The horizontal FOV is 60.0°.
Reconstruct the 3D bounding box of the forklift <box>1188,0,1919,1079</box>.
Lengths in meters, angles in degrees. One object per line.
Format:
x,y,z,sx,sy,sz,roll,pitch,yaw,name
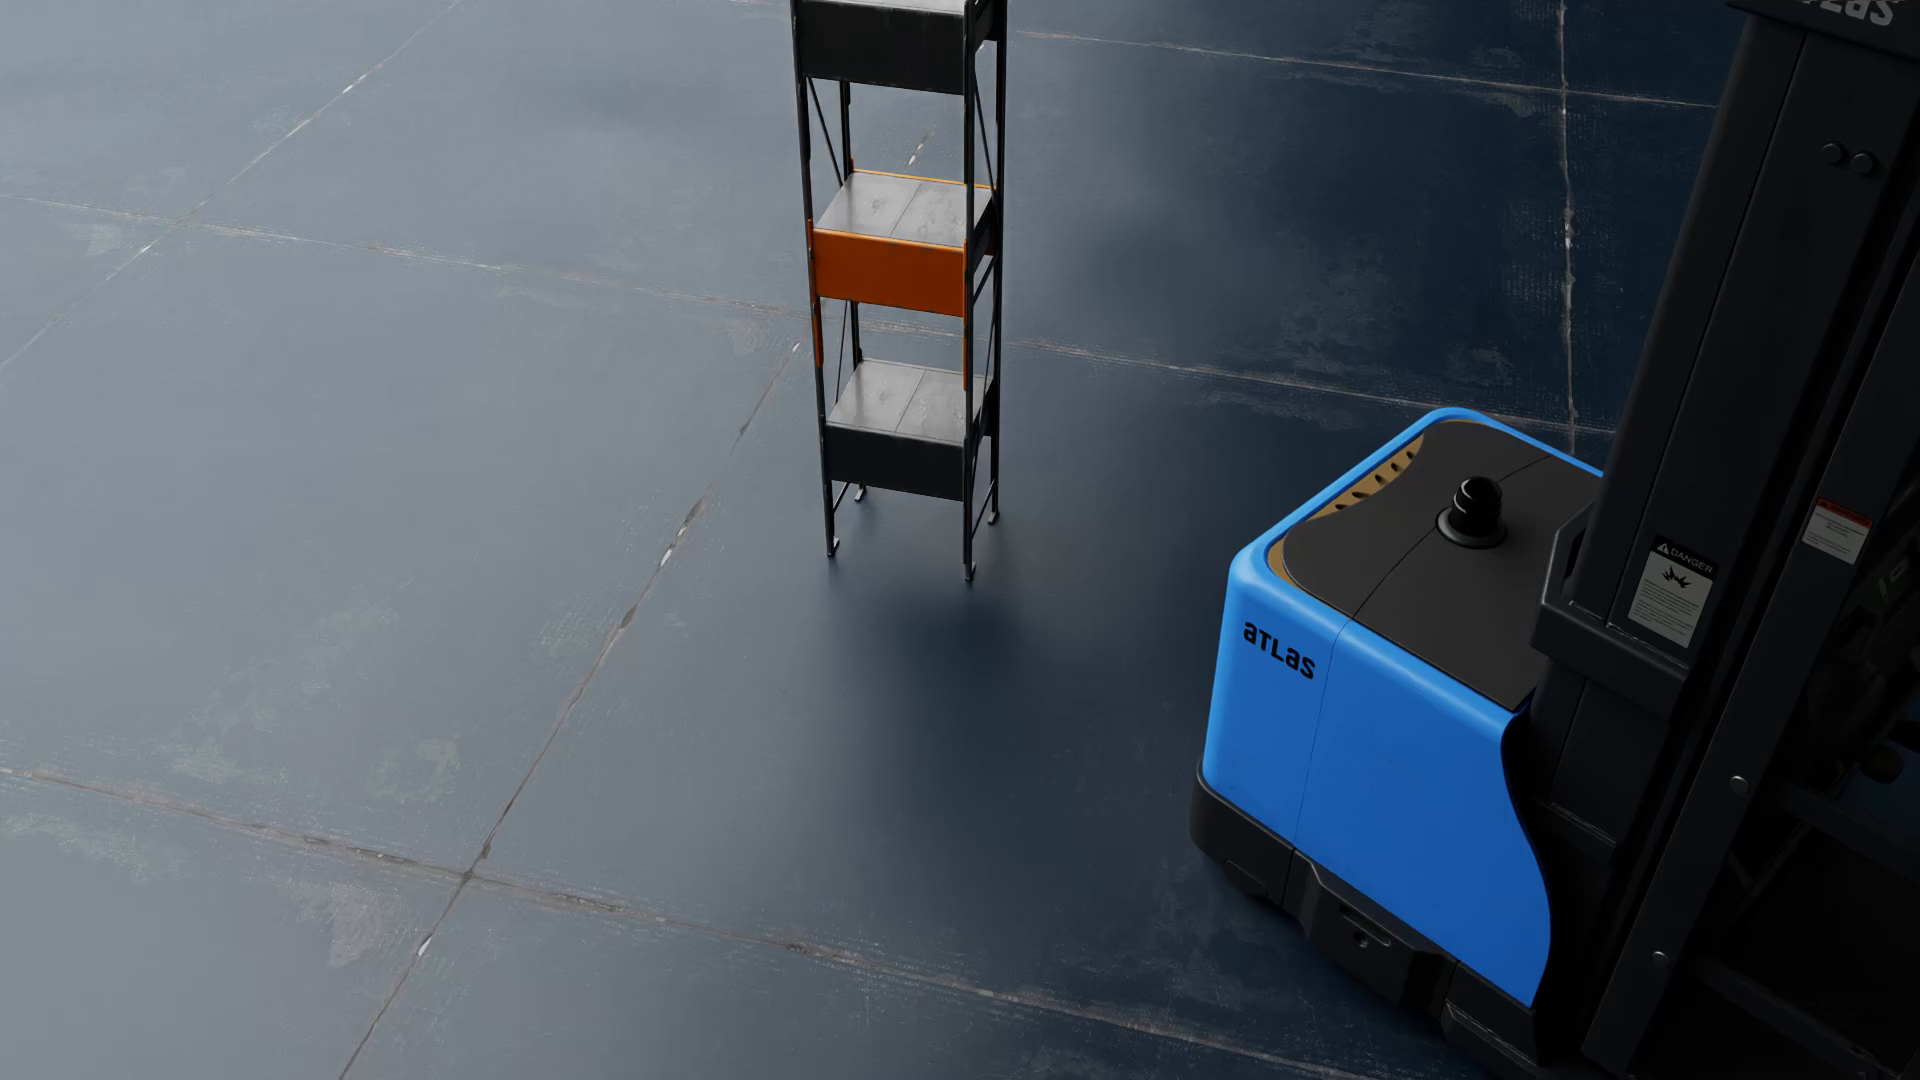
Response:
2.034,0.204,3.228,1.130,2.935,3.031,-32,50,-33,forklift

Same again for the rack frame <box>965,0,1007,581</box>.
0.076,-0.791,5.059,0.015,2.100,0.400,10,41,11,rack frame

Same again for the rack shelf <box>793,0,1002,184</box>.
-0.160,-1.357,4.666,0.480,0.518,0.431,10,41,11,rack shelf

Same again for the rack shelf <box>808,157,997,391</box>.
-0.160,-0.821,5.116,0.480,0.518,0.431,10,41,11,rack shelf

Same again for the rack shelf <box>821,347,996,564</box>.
-0.160,-0.285,5.566,0.480,0.518,0.431,10,41,11,rack shelf

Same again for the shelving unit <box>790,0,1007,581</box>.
-0.160,-0.832,5.107,0.503,2.100,0.431,10,41,11,shelving unit

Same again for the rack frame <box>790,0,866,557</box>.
-0.396,-0.872,5.156,0.015,2.100,0.400,10,41,11,rack frame
